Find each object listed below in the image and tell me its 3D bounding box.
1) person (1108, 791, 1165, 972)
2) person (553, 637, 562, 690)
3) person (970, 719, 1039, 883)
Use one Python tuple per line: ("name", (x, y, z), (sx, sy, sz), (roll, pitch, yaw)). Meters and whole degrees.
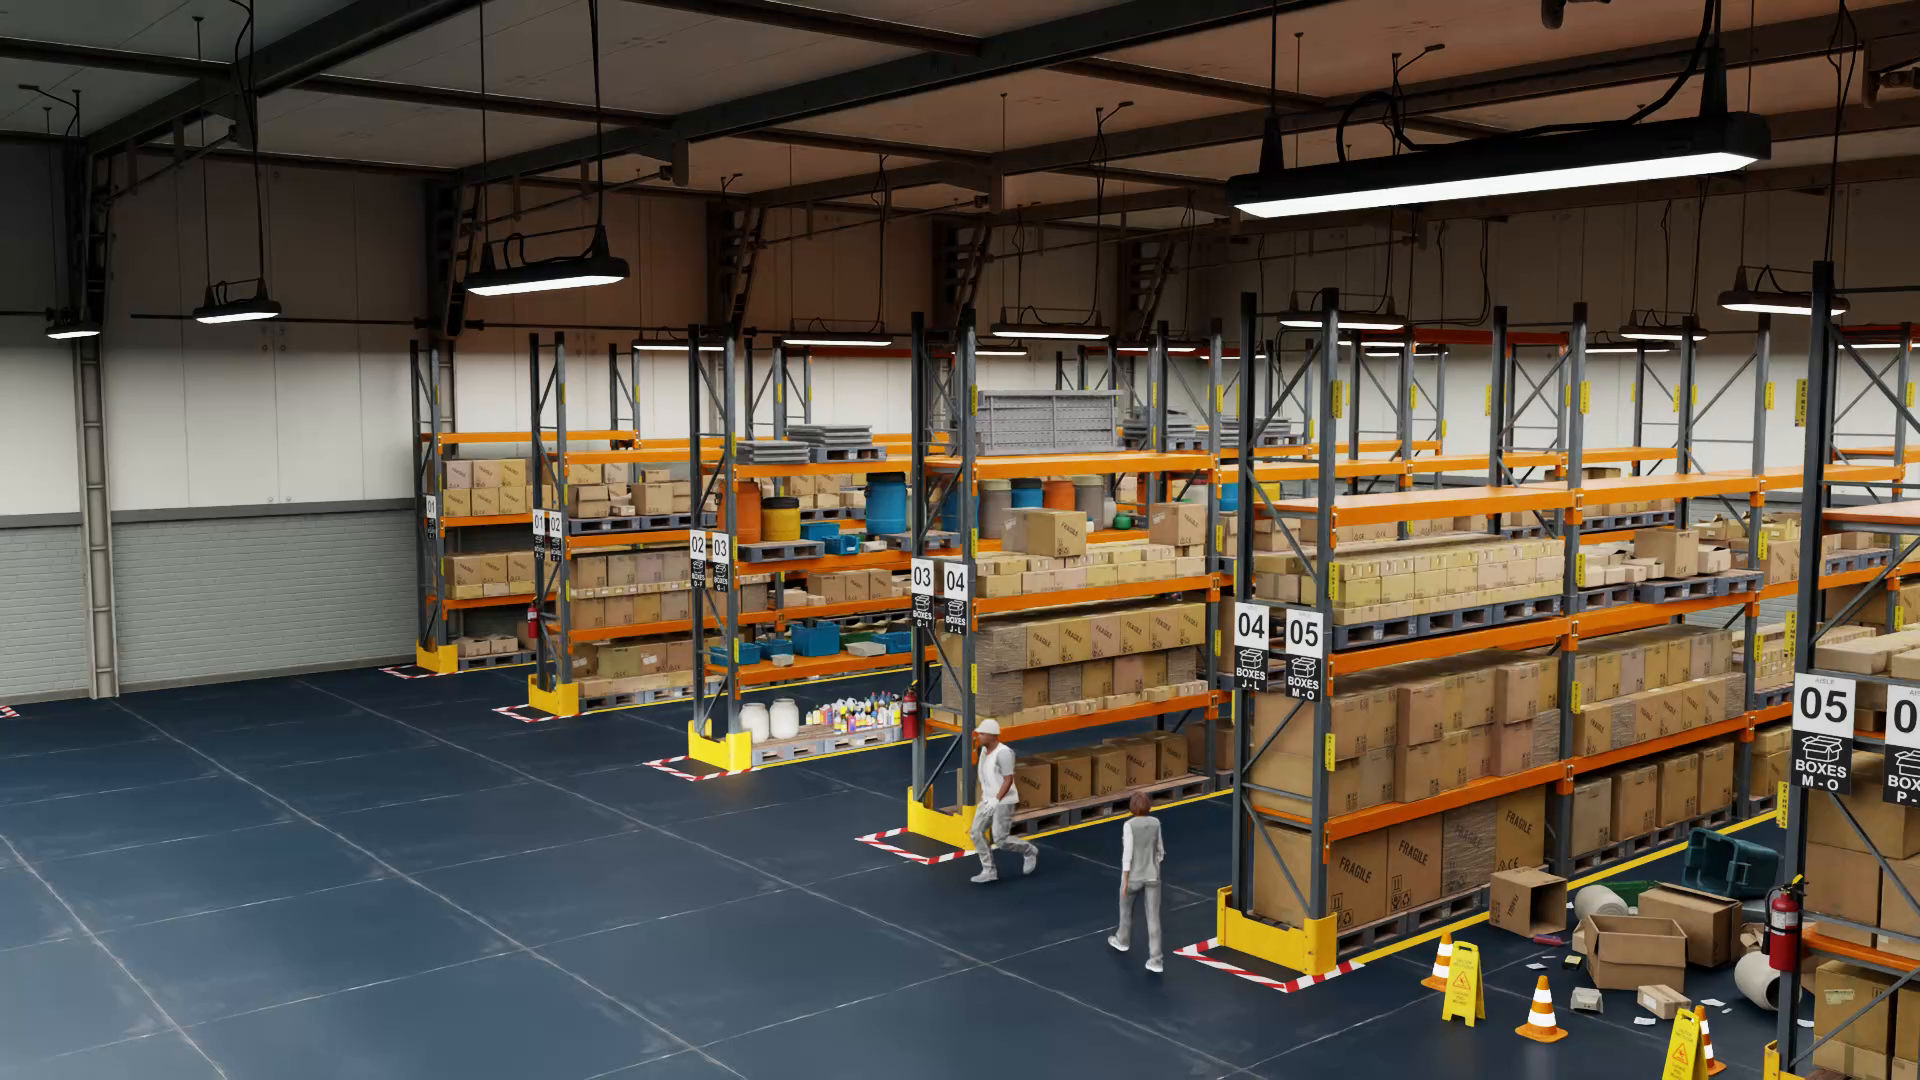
("person", (1.620, 3.016, 14.873), (0.445, 1.494, 0.965), (-1, 5, -14))
("person", (-6.634, 1.794, 28.444), (0.748, 1.499, 0.565), (-4, 7, -40))
("person", (0.431, 2.710, 17.470), (0.795, 1.697, 0.603), (-3, 6, -30))
